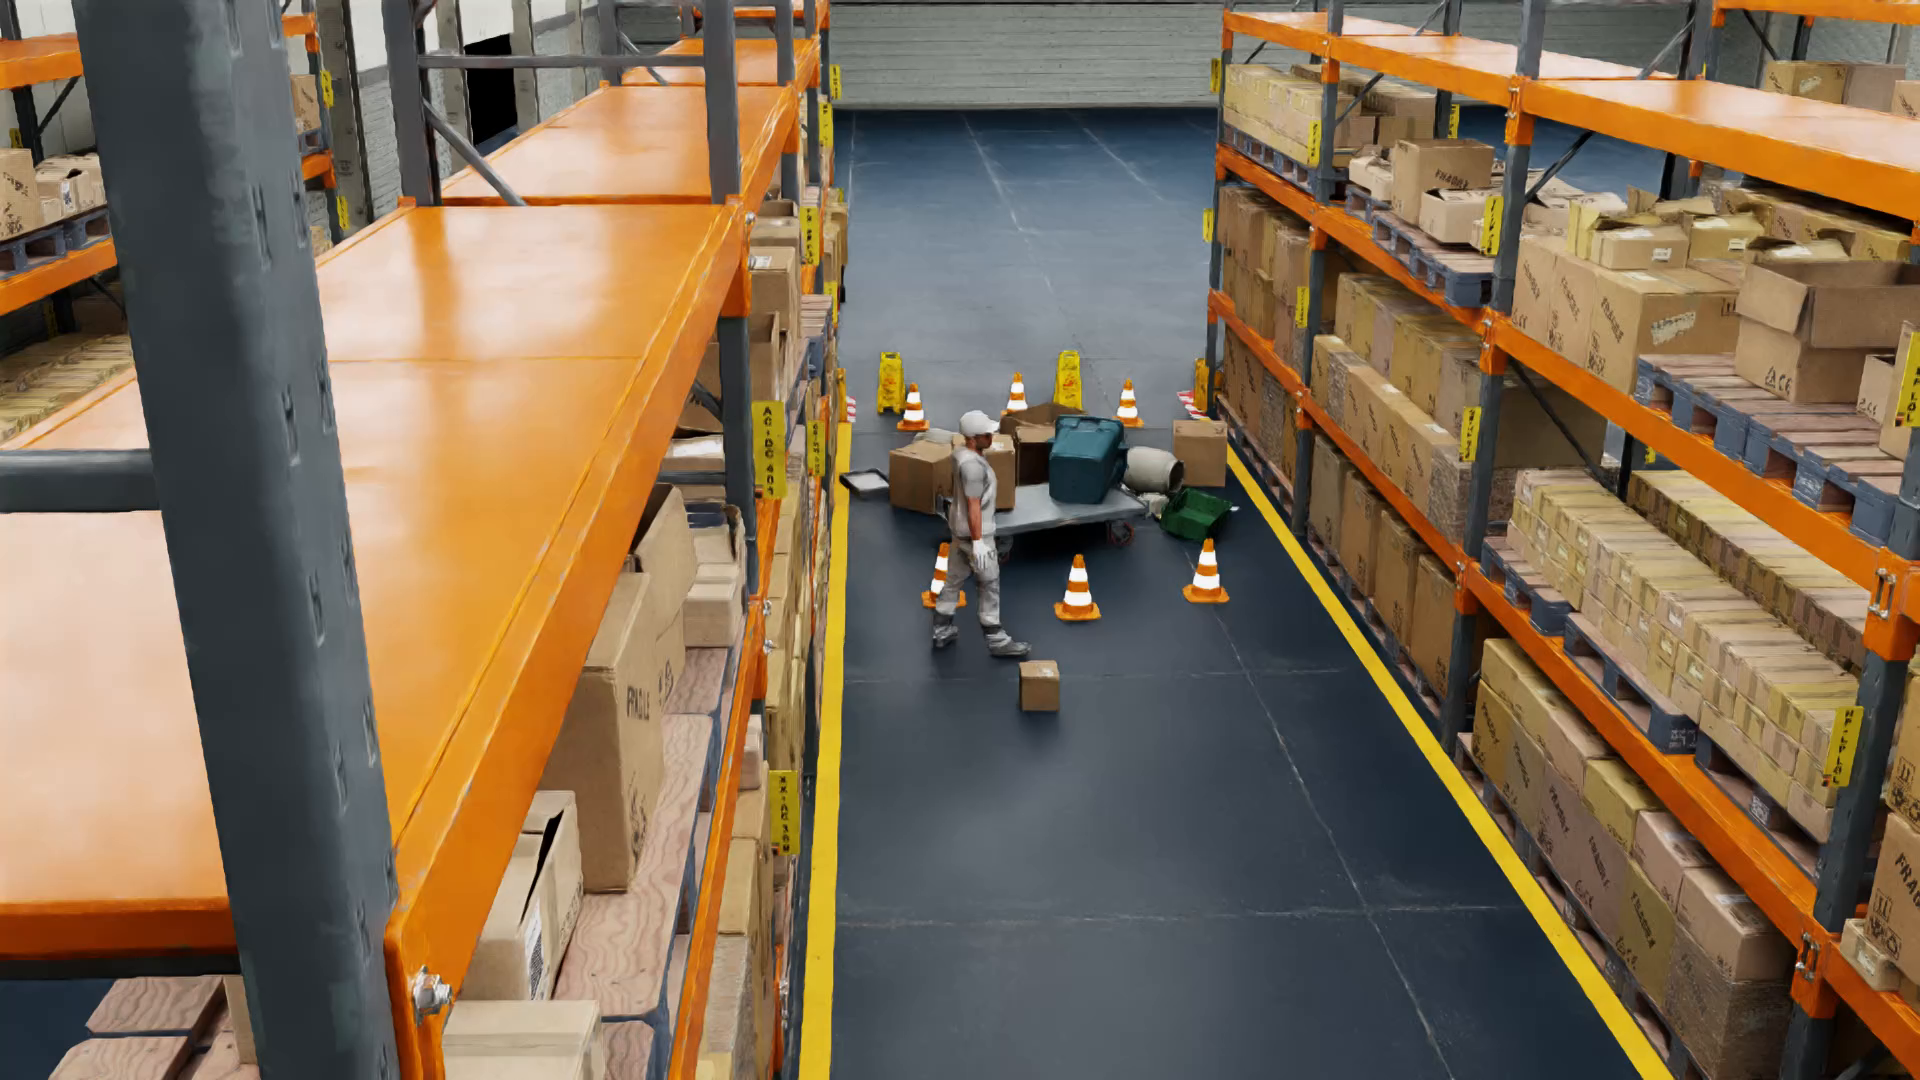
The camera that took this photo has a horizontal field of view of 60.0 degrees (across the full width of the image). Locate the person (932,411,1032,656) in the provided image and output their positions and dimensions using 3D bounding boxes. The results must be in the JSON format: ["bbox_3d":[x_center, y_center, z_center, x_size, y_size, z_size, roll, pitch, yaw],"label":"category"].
[{"bbox_3d":[0.162,-0.036,11.615,0.662,1.786,0.790,-4,21,-12],"label":"person"}]
